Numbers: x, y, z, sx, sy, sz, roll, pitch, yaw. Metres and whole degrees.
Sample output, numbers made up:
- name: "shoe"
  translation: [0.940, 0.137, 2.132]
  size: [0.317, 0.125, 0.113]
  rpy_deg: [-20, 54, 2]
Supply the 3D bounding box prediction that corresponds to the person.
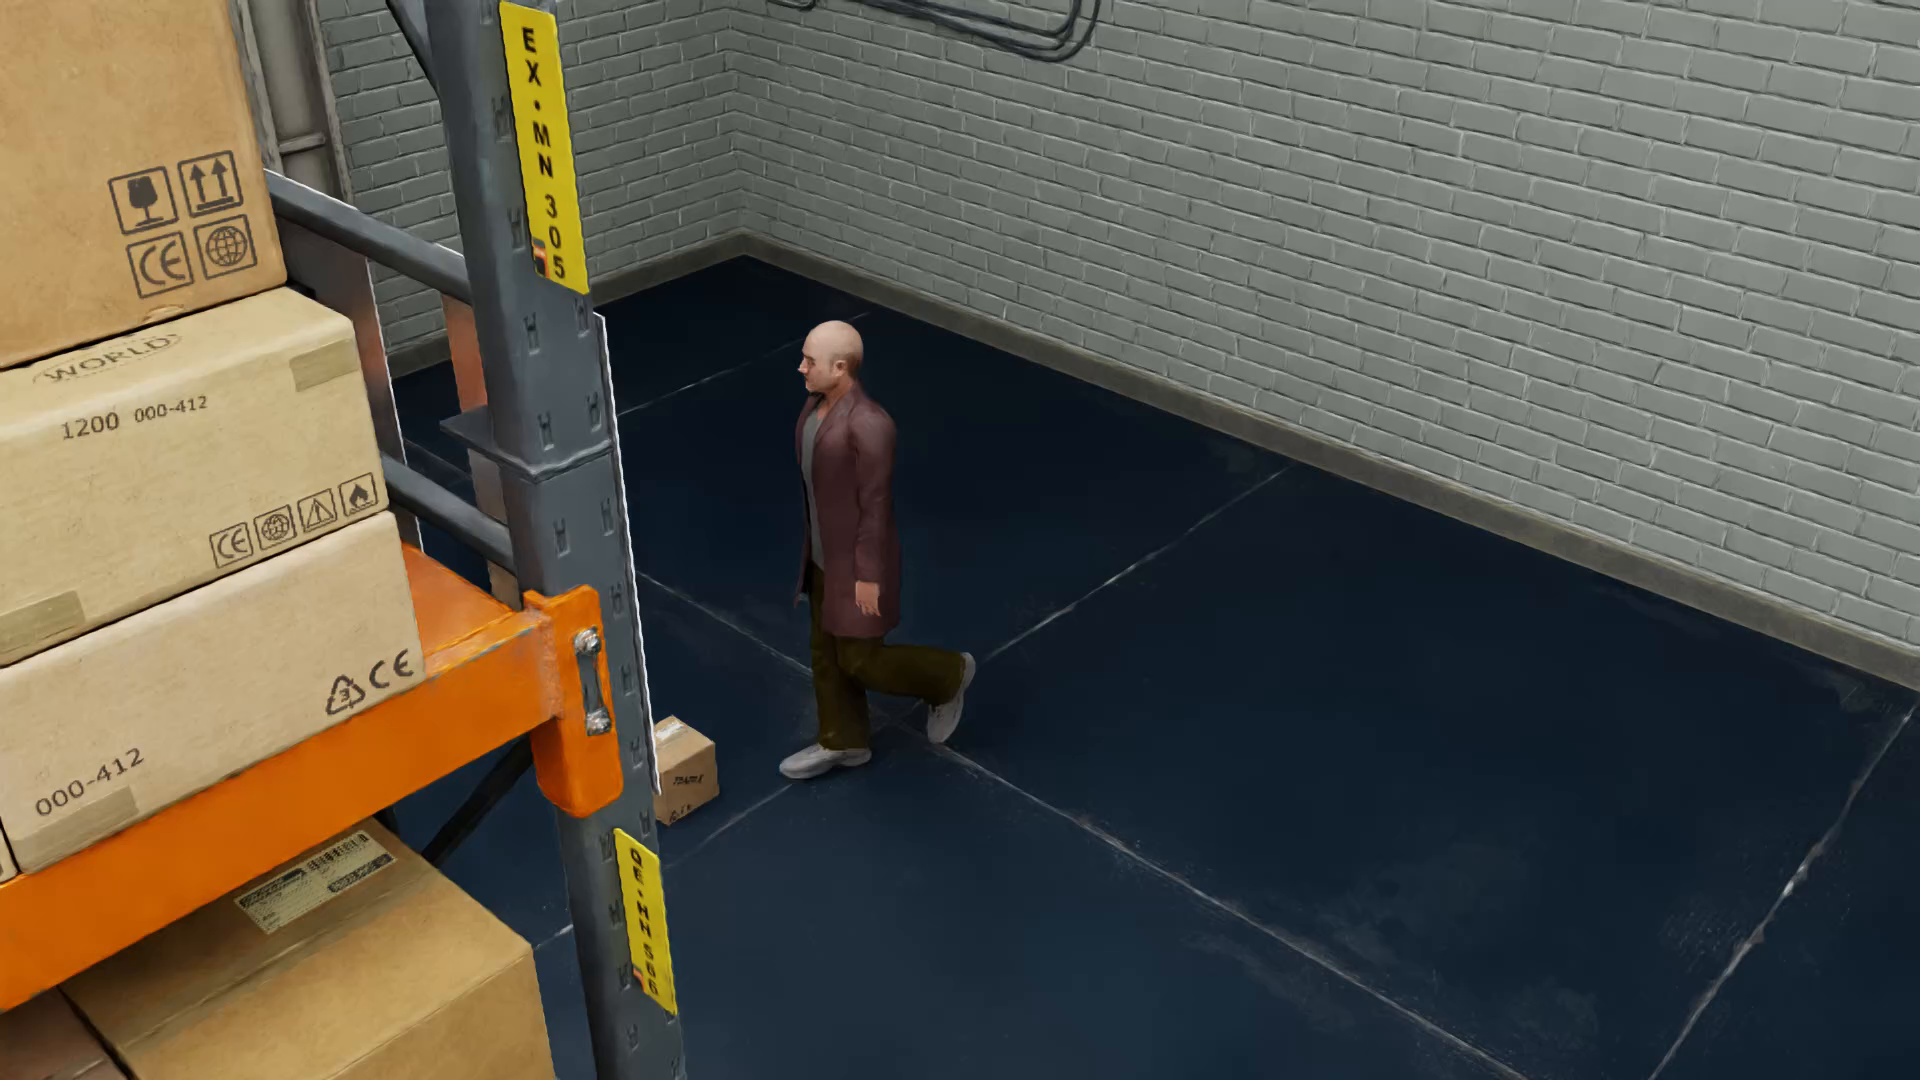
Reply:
- name: "person"
  translation: [-0.365, 0.036, 6.083]
  size: [0.792, 1.769, 0.611]
  rpy_deg: [-17, 35, -25]
